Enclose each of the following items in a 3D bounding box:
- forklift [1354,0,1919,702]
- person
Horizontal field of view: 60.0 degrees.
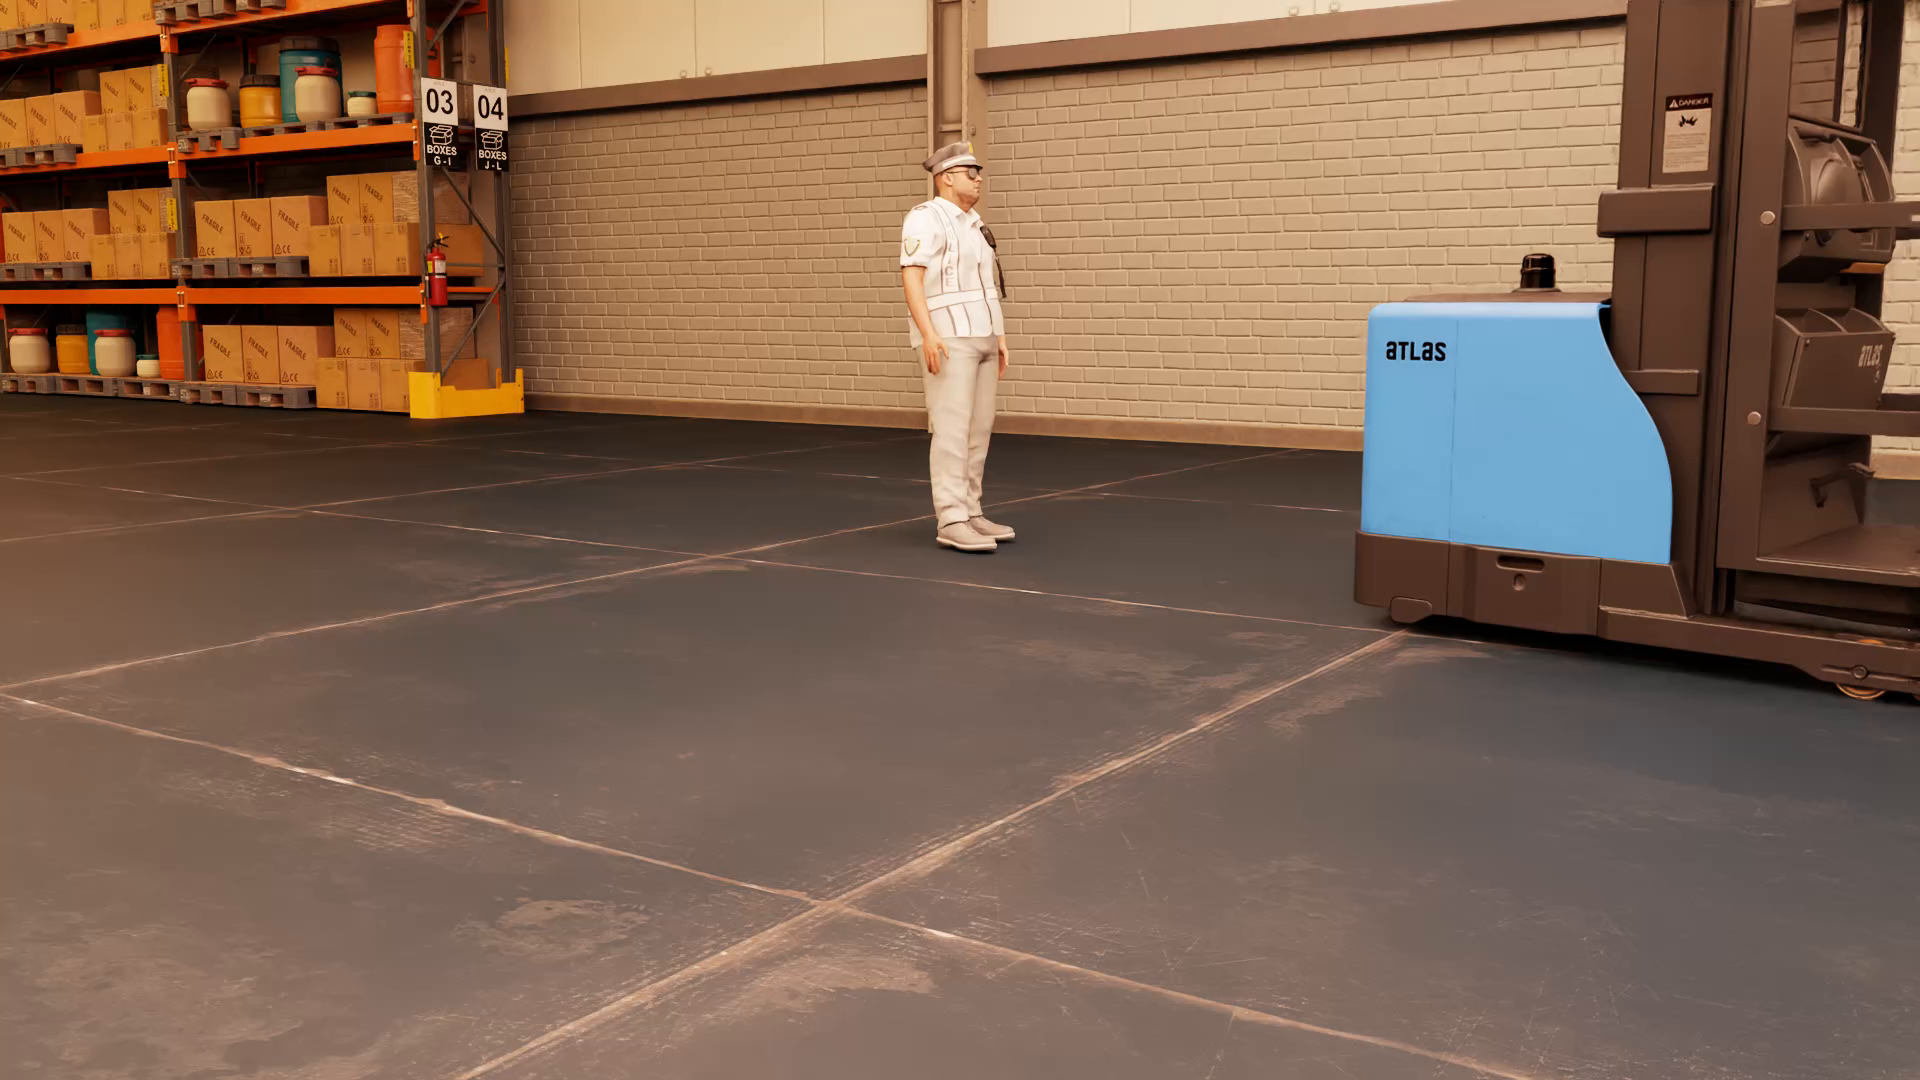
[{"bbox_3d":[2.757,-1.079,4.783,3.031,2.935,1.130,7,11,42],"label":"forklift"},{"bbox_3d":[0.059,-0.883,7.424,0.573,1.780,0.641,5,10,34],"label":"person"}]
